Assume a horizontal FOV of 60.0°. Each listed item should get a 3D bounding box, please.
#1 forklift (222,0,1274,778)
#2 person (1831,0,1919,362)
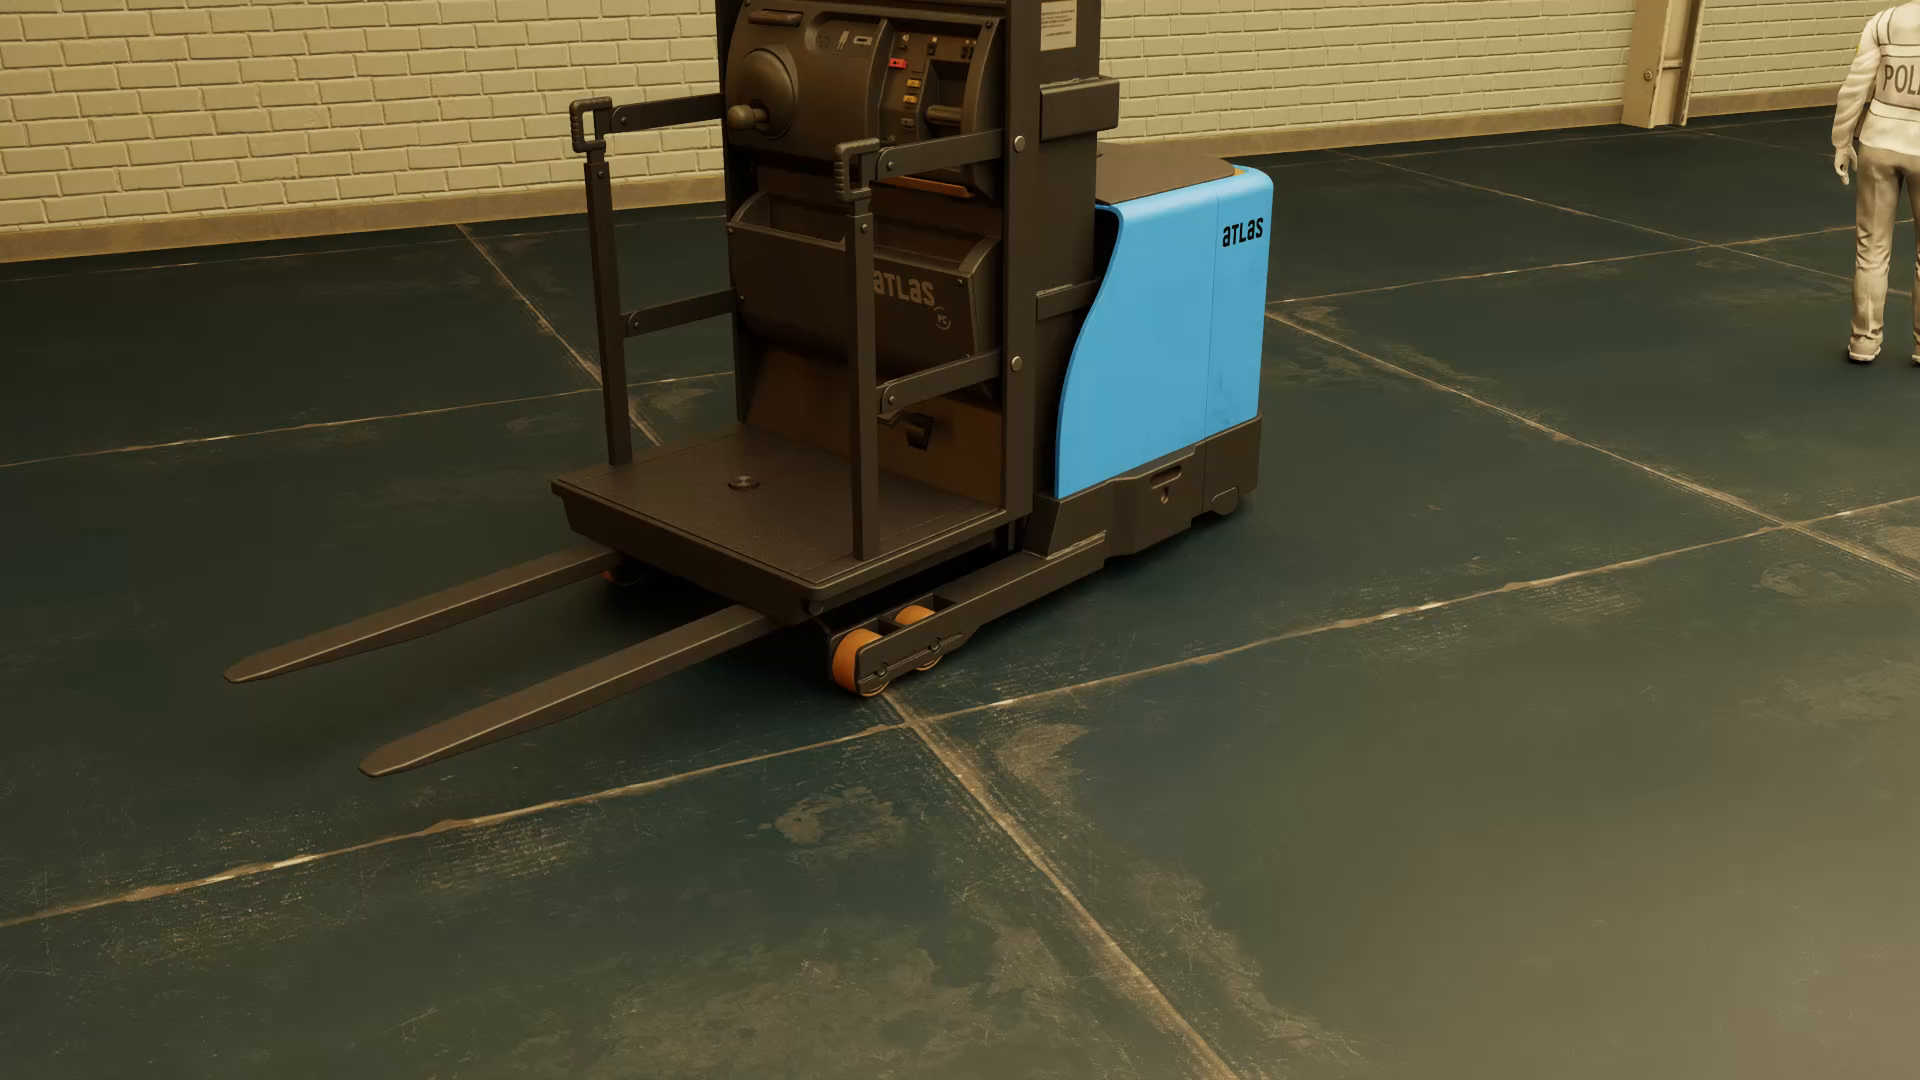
[{"bbox_3d":[-0.413,-1.182,4.131,1.130,2.935,3.031,19,29,39],"label":"forklift"},{"bbox_3d":[3.780,-1.544,6.595,0.588,1.696,0.532,18,28,36],"label":"person"}]
